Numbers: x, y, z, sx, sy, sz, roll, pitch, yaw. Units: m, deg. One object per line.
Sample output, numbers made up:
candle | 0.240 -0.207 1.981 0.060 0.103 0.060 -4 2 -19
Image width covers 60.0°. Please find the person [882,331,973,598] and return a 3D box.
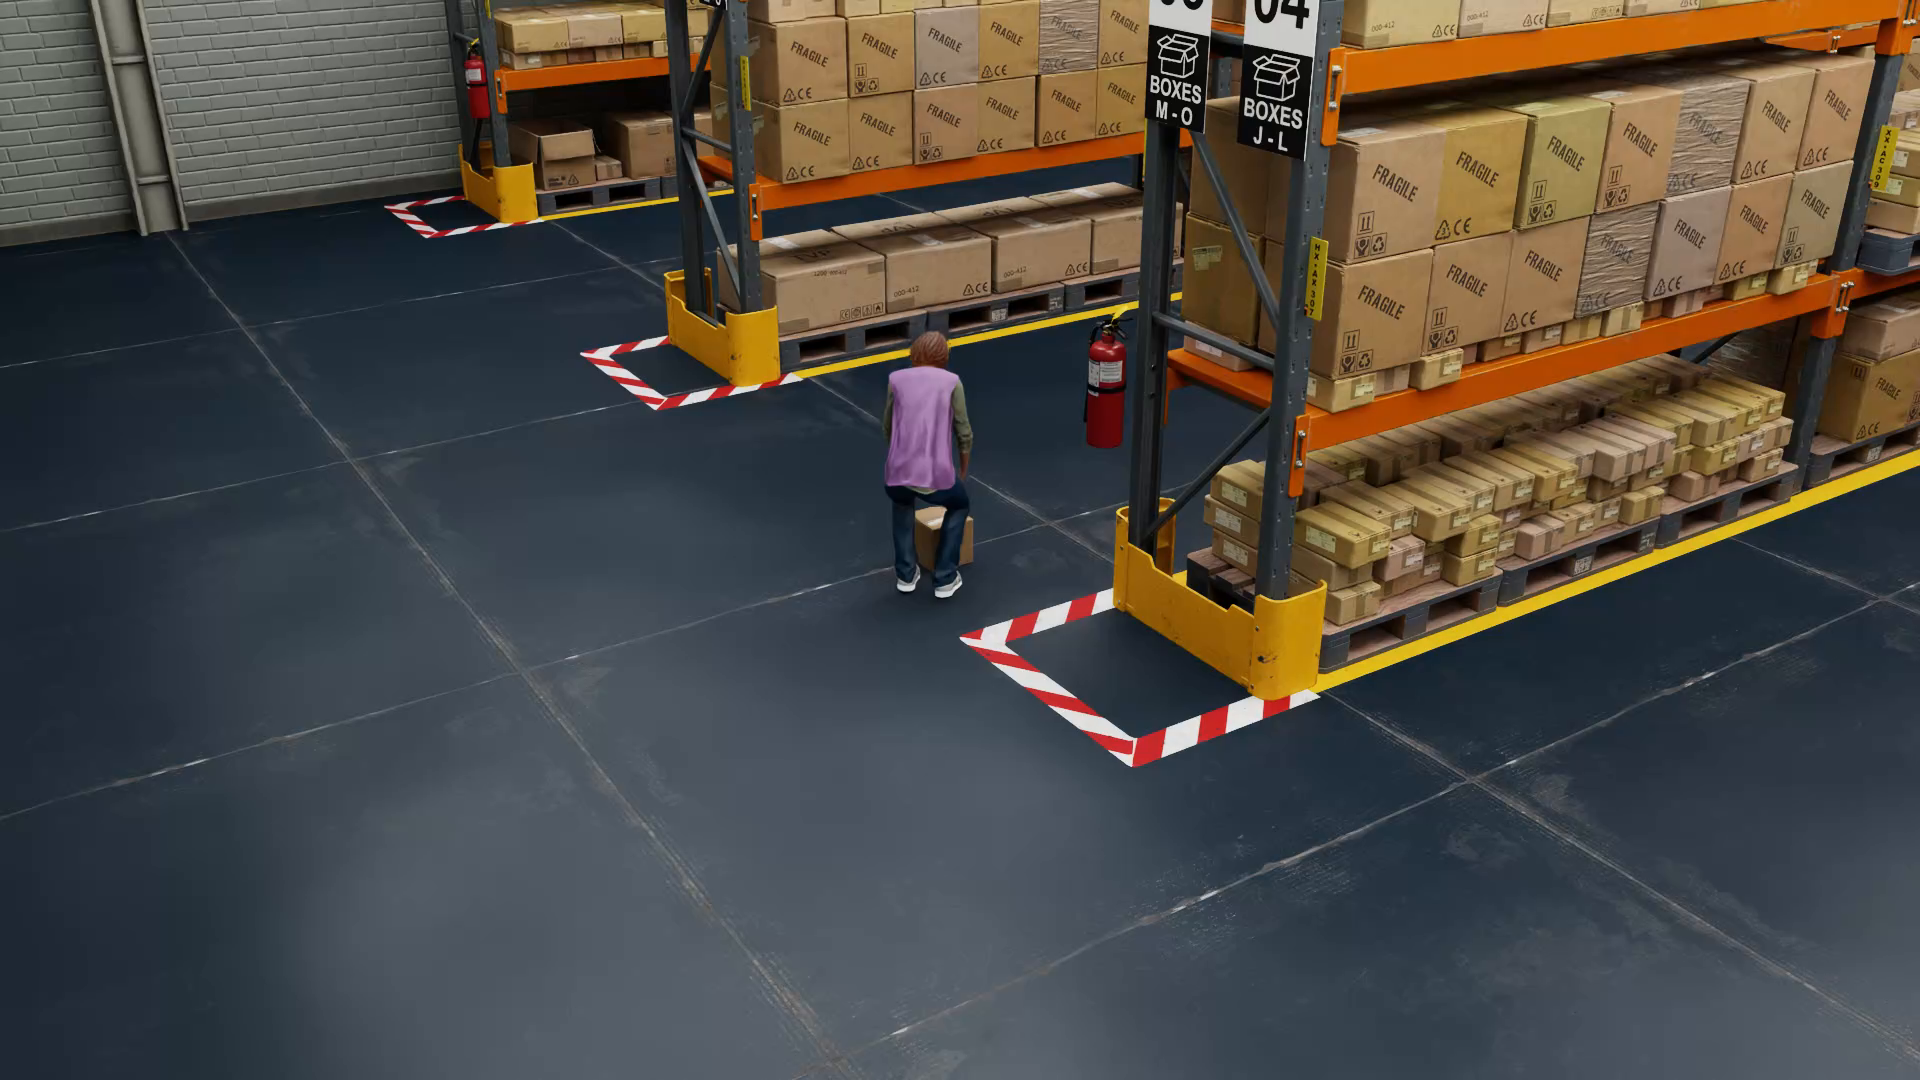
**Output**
person | -0.189 -0.345 8.249 0.462 1.255 0.673 6 26 12
